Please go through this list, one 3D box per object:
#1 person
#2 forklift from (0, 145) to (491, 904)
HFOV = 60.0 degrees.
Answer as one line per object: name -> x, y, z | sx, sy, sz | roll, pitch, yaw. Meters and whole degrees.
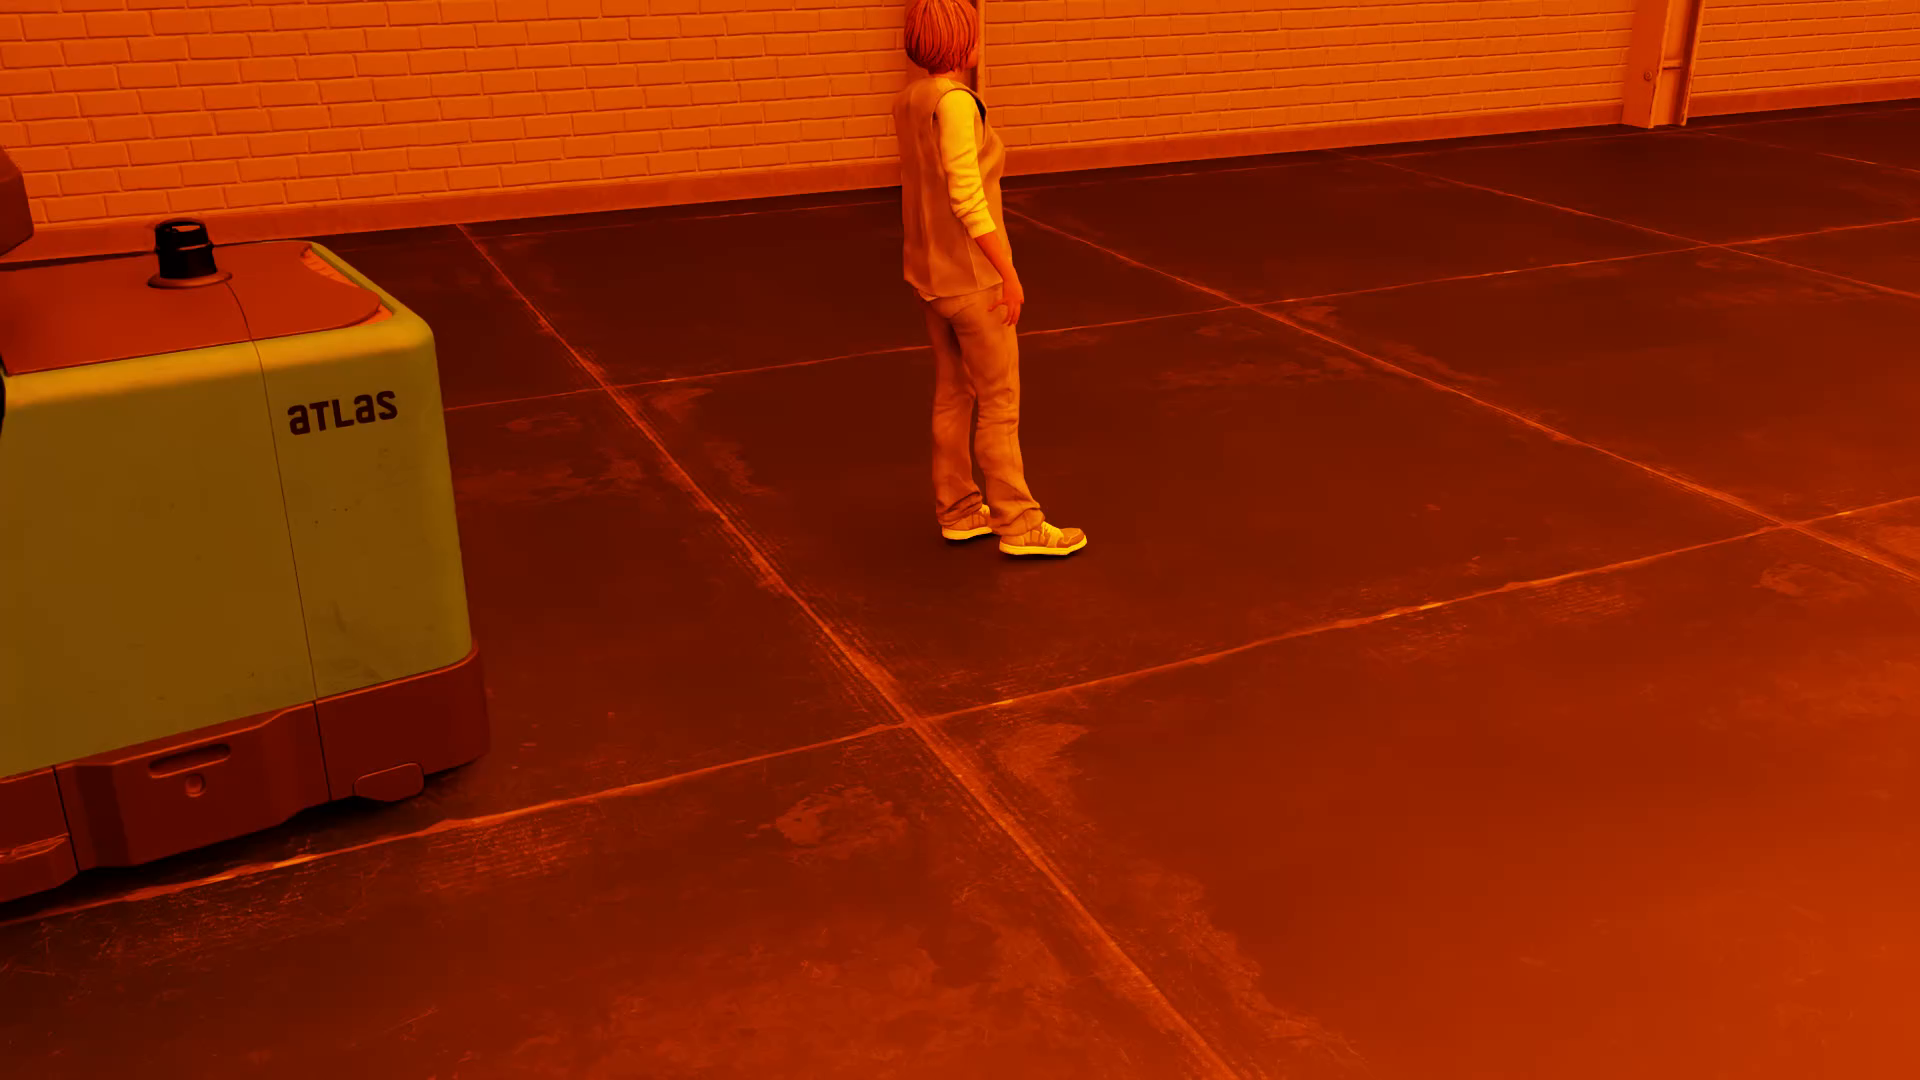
person -> 0.074, -0.752, 4.815 | 0.473, 1.599, 0.520 | -10, 25, -23
forklift -> -2.587, -0.656, 2.864 | 3.031, 2.935, 1.130 | -14, 26, -30
